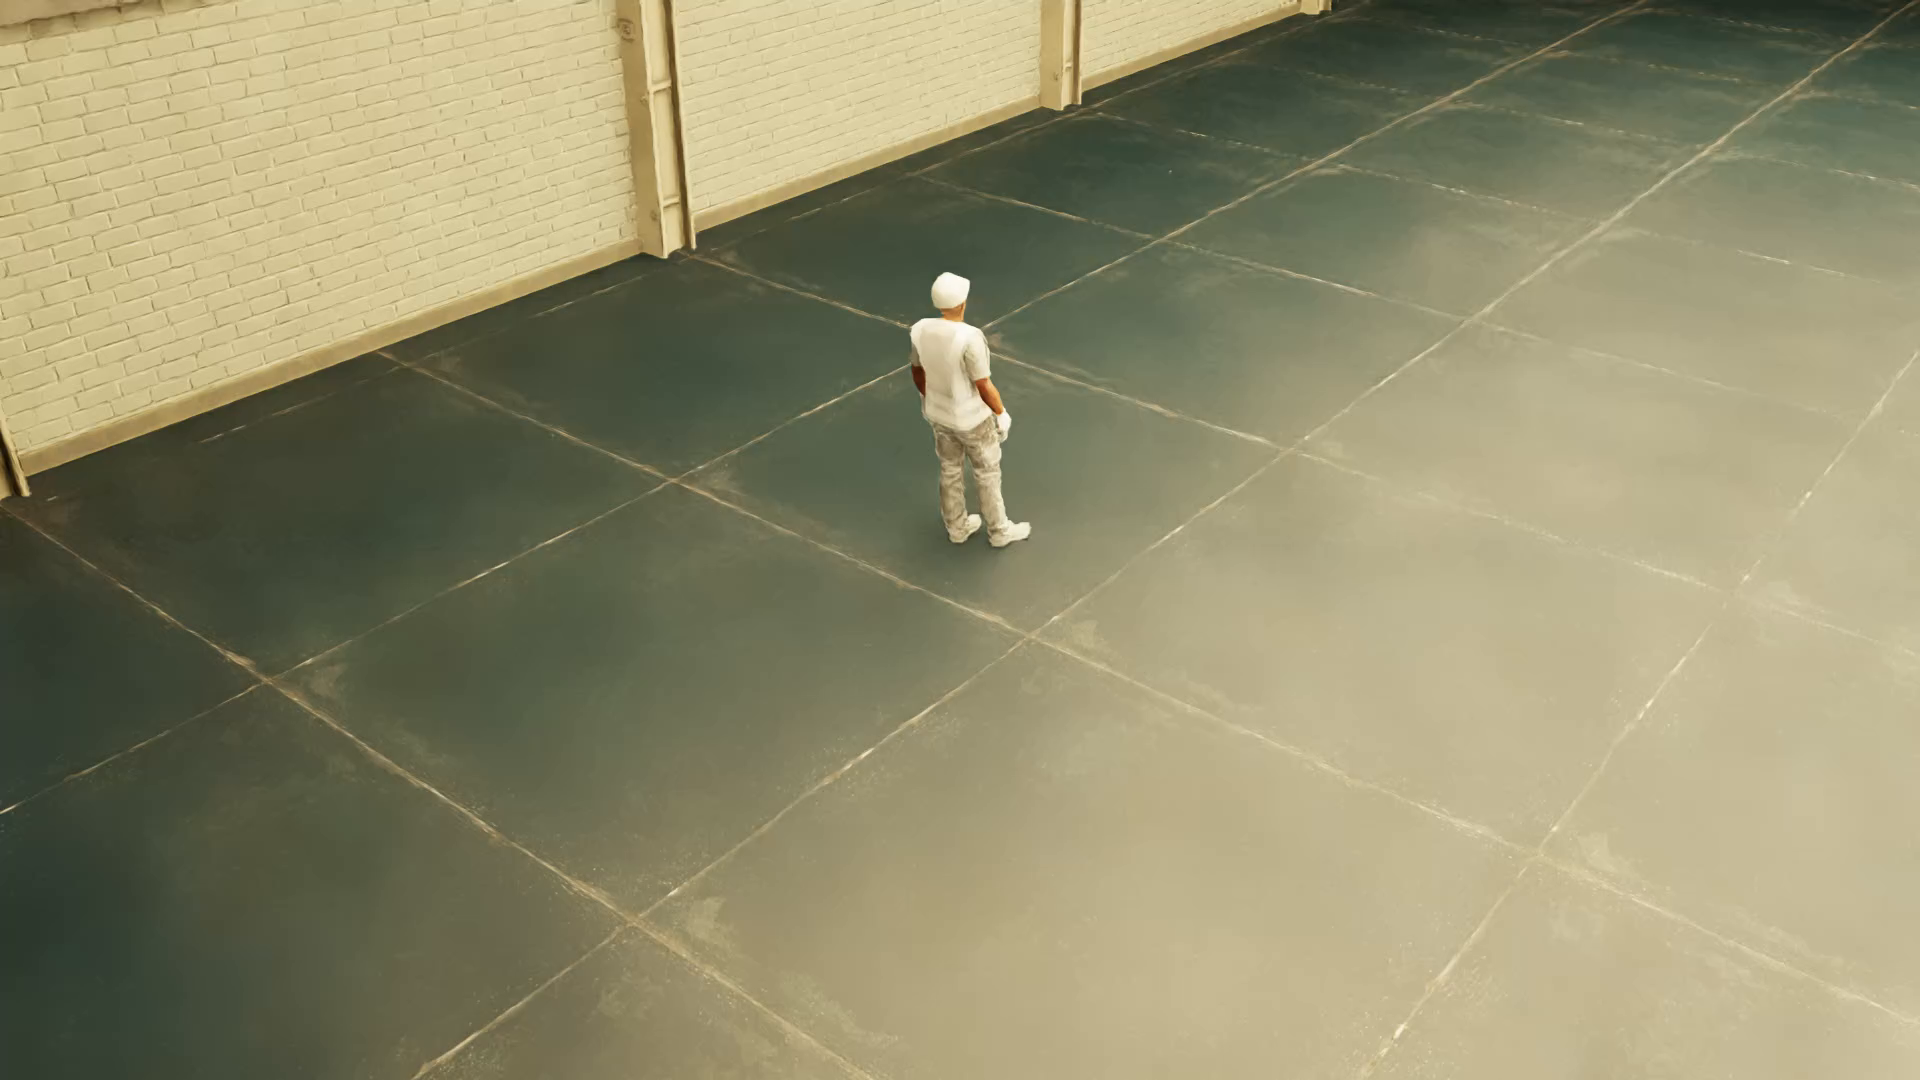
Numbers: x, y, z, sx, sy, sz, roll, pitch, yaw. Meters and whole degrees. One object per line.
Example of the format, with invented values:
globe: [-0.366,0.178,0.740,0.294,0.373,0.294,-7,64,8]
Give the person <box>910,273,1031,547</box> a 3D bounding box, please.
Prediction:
person: [0.052,-0.802,10.091,0.655,1.782,0.576,22,37,33]
